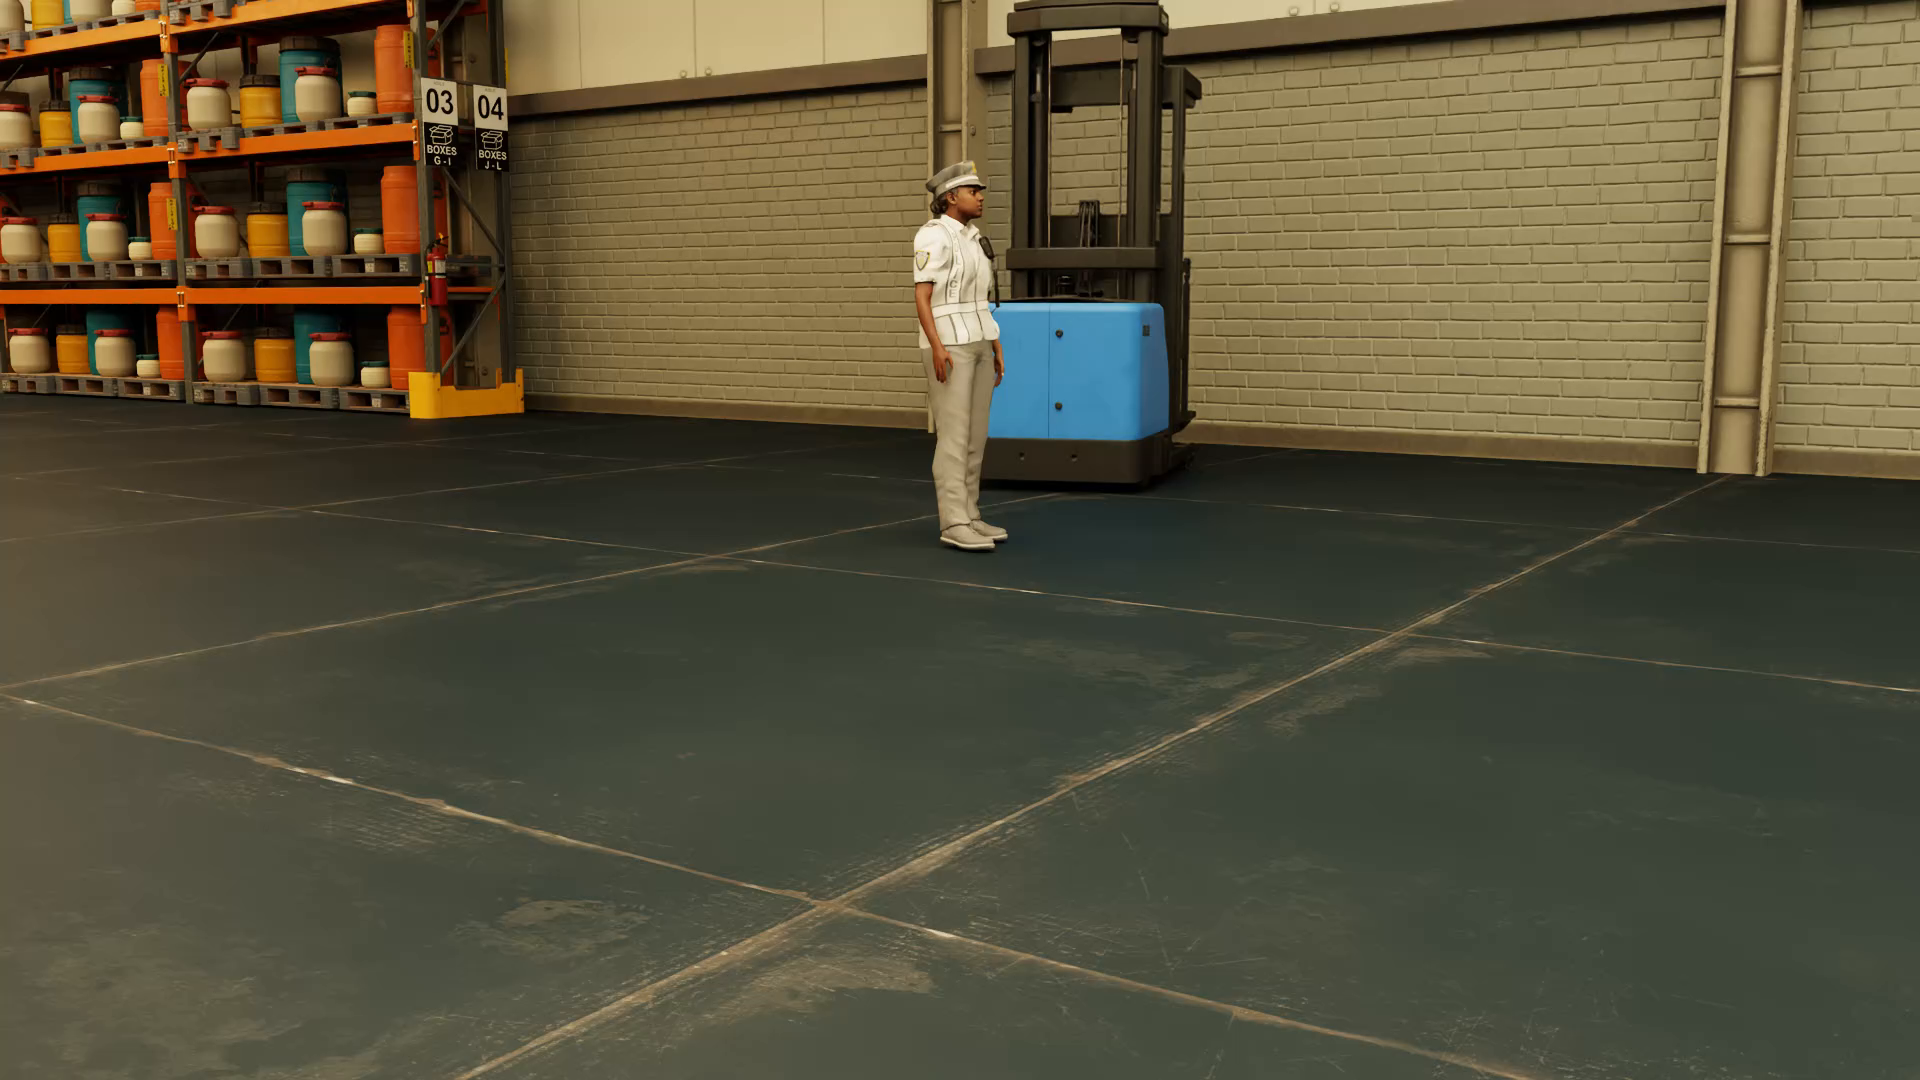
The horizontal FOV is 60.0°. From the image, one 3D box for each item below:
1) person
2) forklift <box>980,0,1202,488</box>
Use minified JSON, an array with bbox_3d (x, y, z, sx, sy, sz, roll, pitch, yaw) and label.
[{"bbox_3d":[0.051,-0.838,7.425,0.528,1.695,0.569,5,10,34],"label":"person"},{"bbox_3d":[0.928,-1.918,10.680,1.130,2.935,3.031,2,8,16],"label":"forklift"}]
